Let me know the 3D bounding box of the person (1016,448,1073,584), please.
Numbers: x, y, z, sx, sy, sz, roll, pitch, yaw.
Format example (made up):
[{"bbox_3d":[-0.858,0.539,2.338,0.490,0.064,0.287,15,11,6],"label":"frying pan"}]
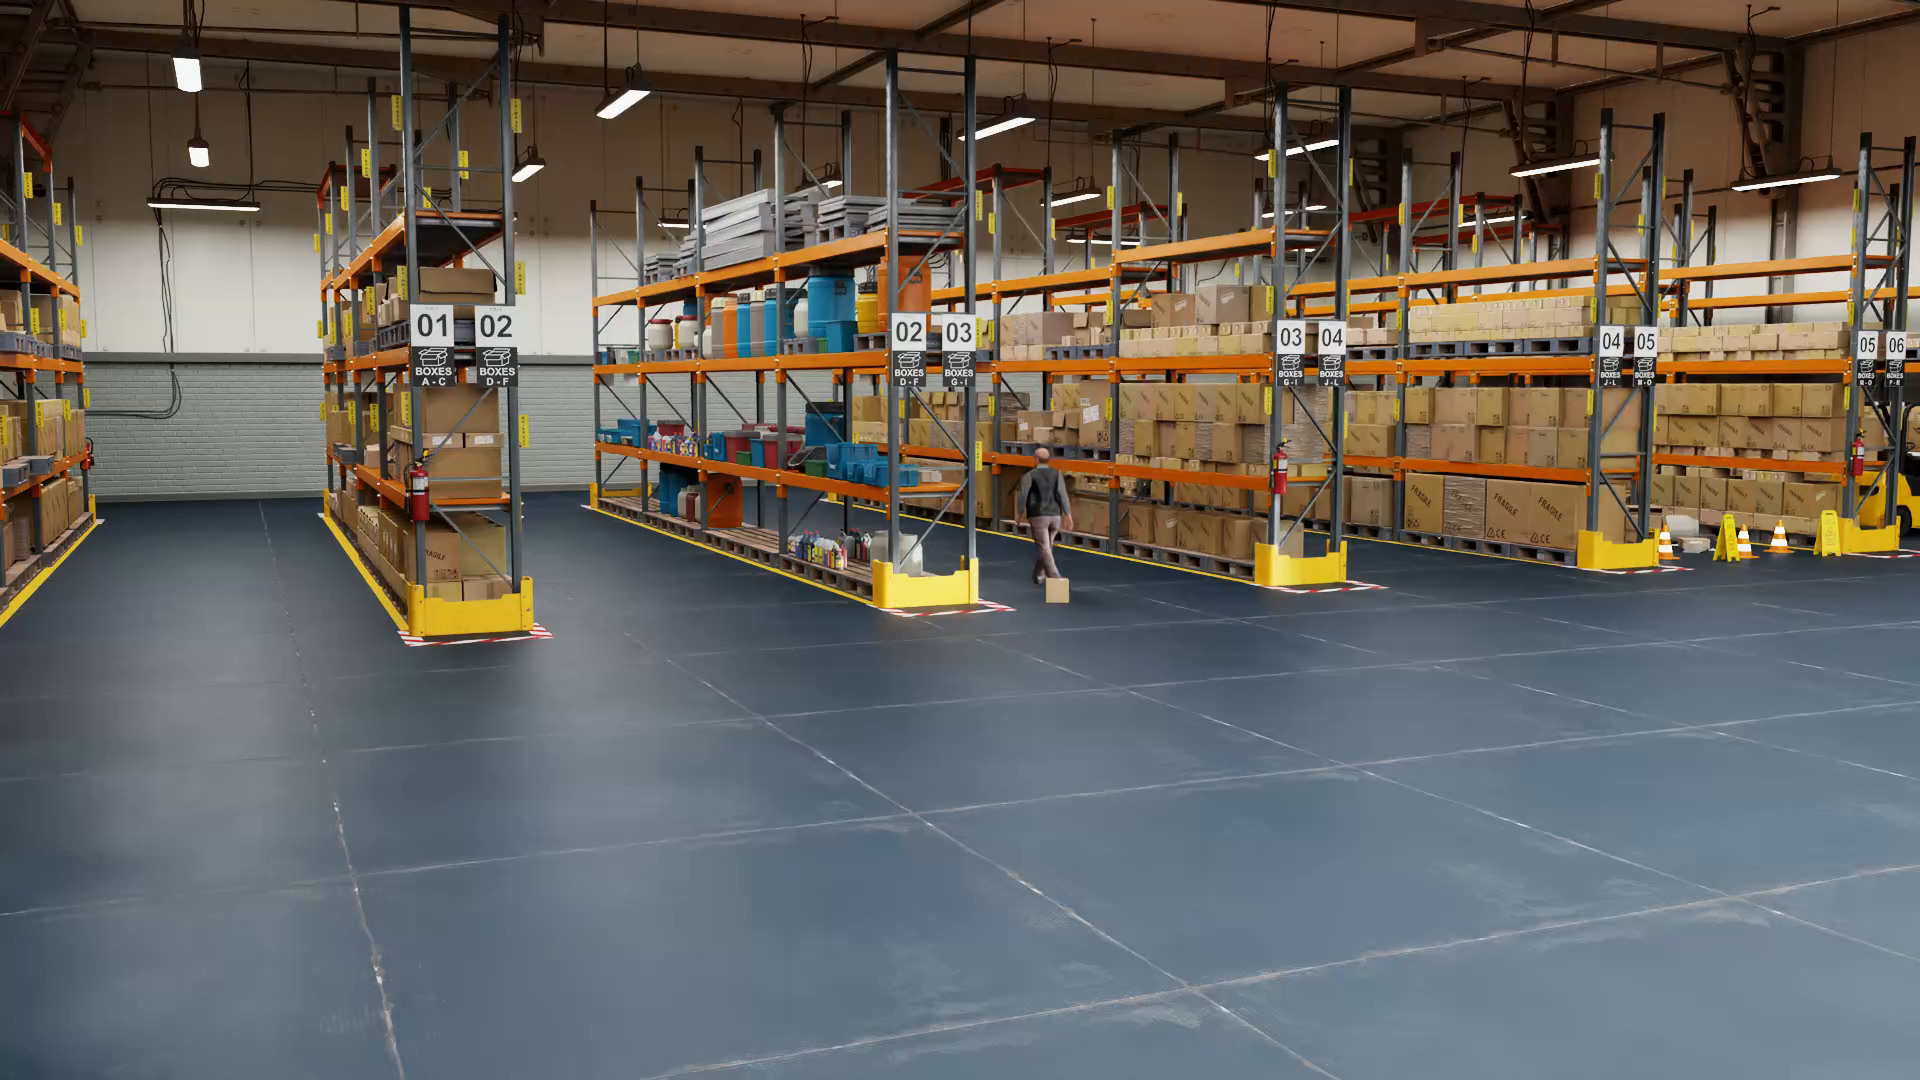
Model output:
[{"bbox_3d":[0.970,-0.263,19.738,0.576,1.656,1.096,-2,6,-25],"label":"person"}]
